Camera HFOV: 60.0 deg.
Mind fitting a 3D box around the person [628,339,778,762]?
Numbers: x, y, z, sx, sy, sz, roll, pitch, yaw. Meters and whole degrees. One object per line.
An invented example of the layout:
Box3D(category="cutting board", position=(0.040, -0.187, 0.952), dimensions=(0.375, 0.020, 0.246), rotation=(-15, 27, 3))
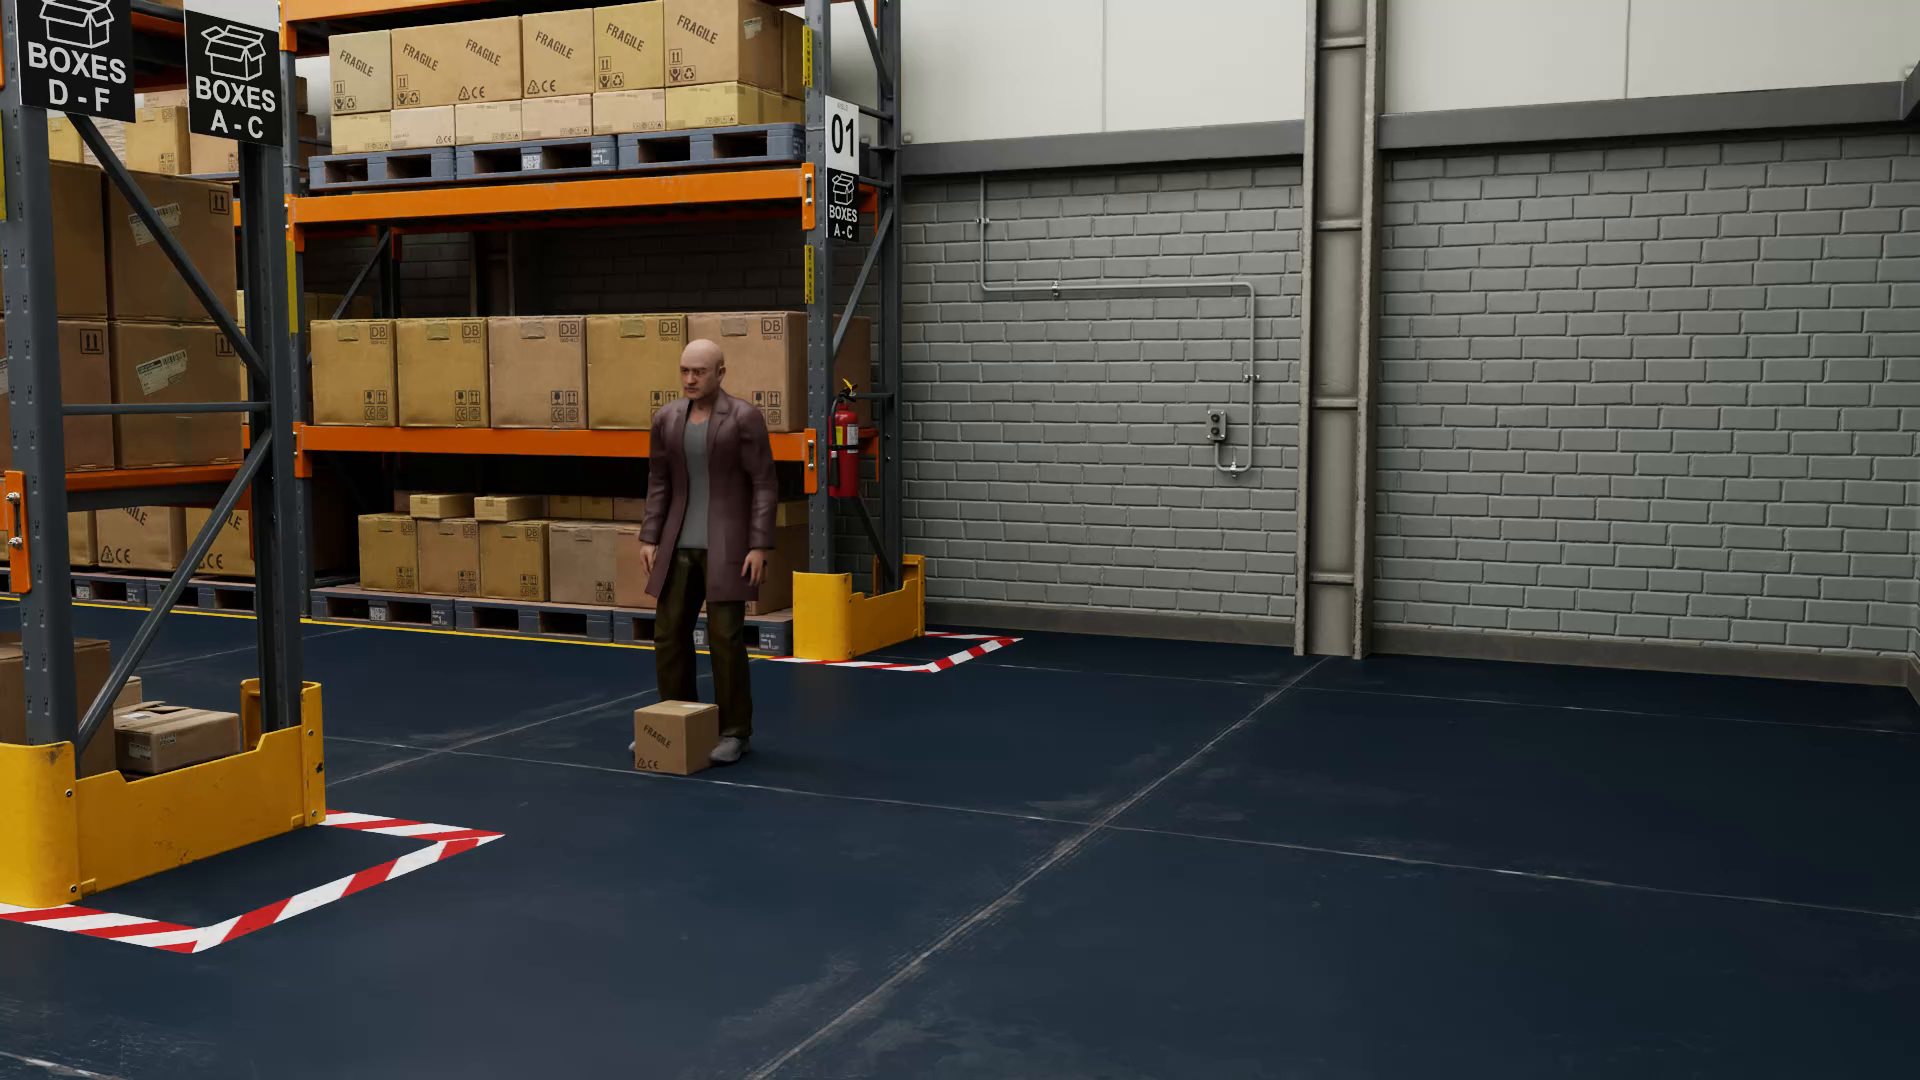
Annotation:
Box3D(category="person", position=(-1.080, 0.039, 7.065), dimensions=(0.642, 1.772, 0.428), rotation=(2, 6, 21))
